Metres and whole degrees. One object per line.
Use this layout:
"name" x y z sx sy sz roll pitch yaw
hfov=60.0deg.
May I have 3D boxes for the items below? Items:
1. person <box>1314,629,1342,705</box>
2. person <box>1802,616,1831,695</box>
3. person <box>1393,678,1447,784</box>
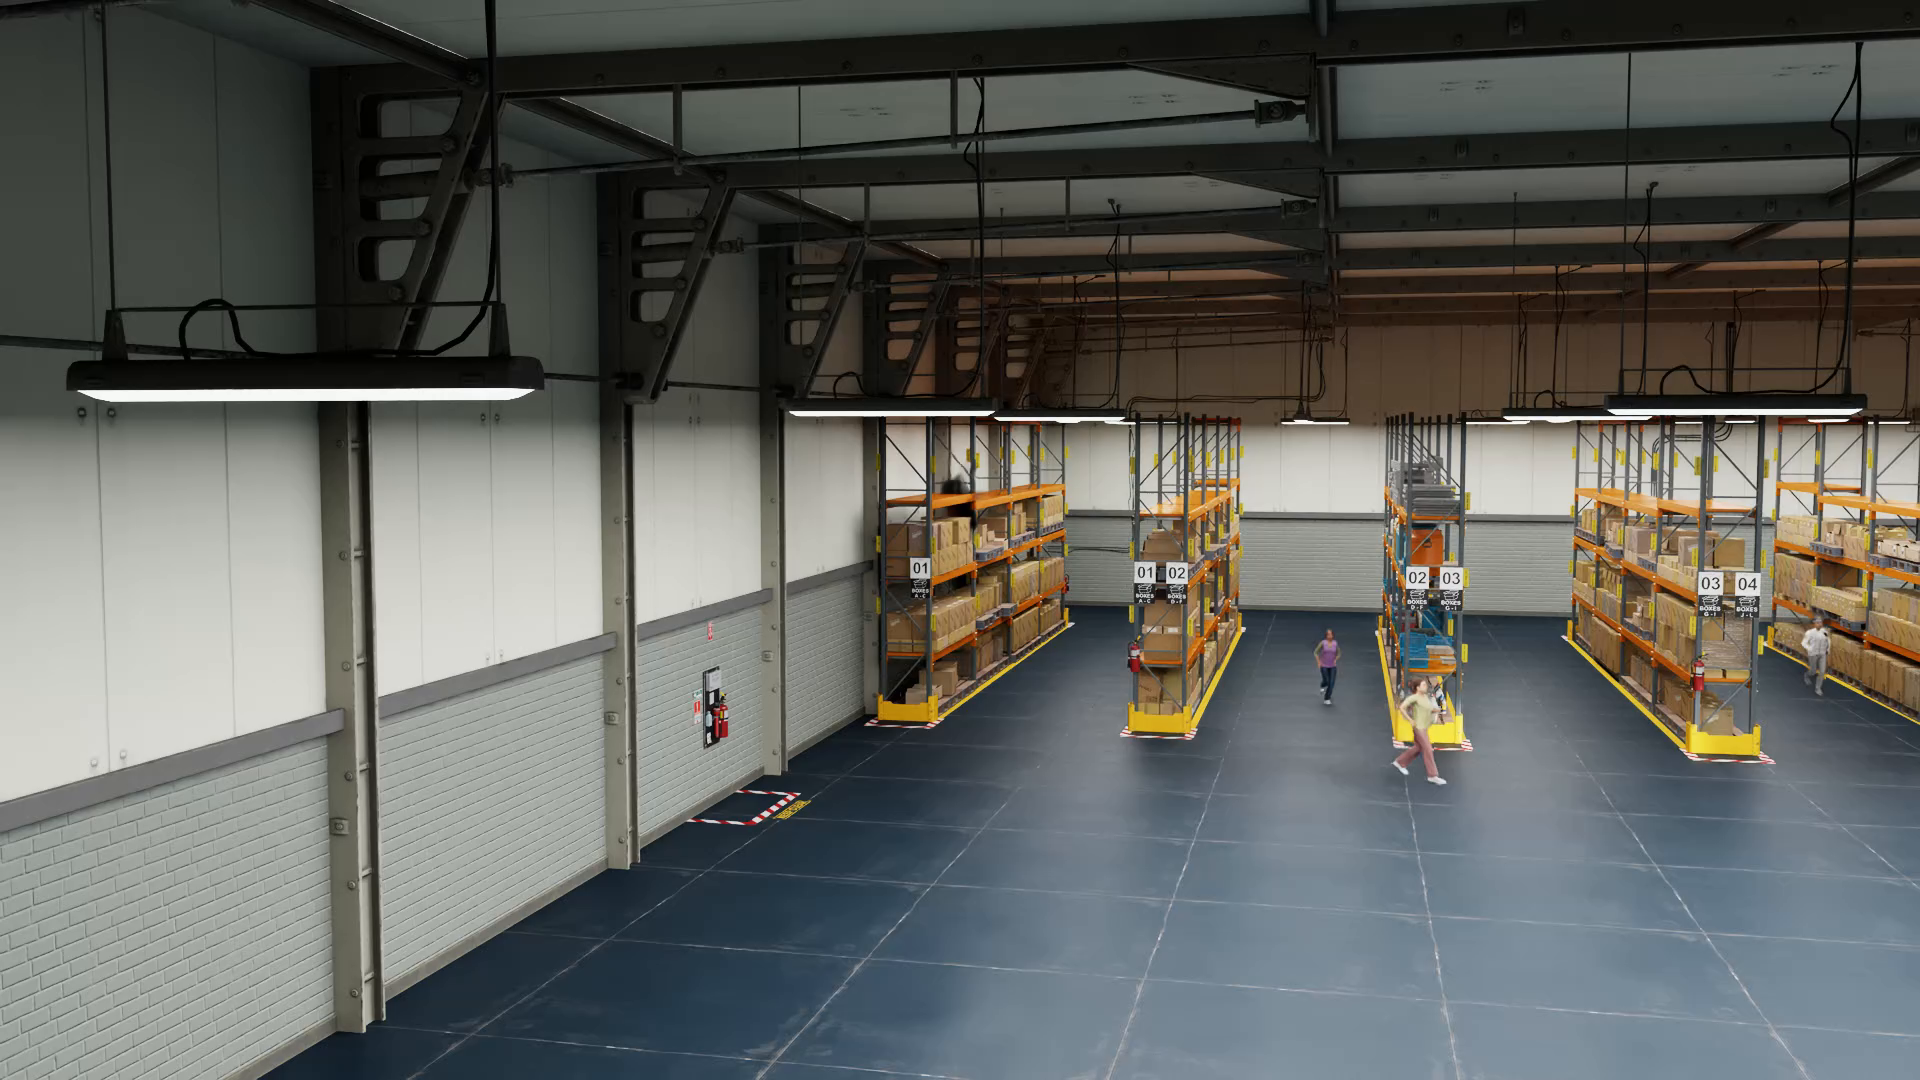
"person" 7.628 2.621 34.415 0.549 1.547 0.514 0 4 -2
"person" 18.503 2.478 35.902 0.617 1.677 0.747 1 4 8
"person" 7.419 3.047 26.811 0.964 1.659 0.573 3 5 40
